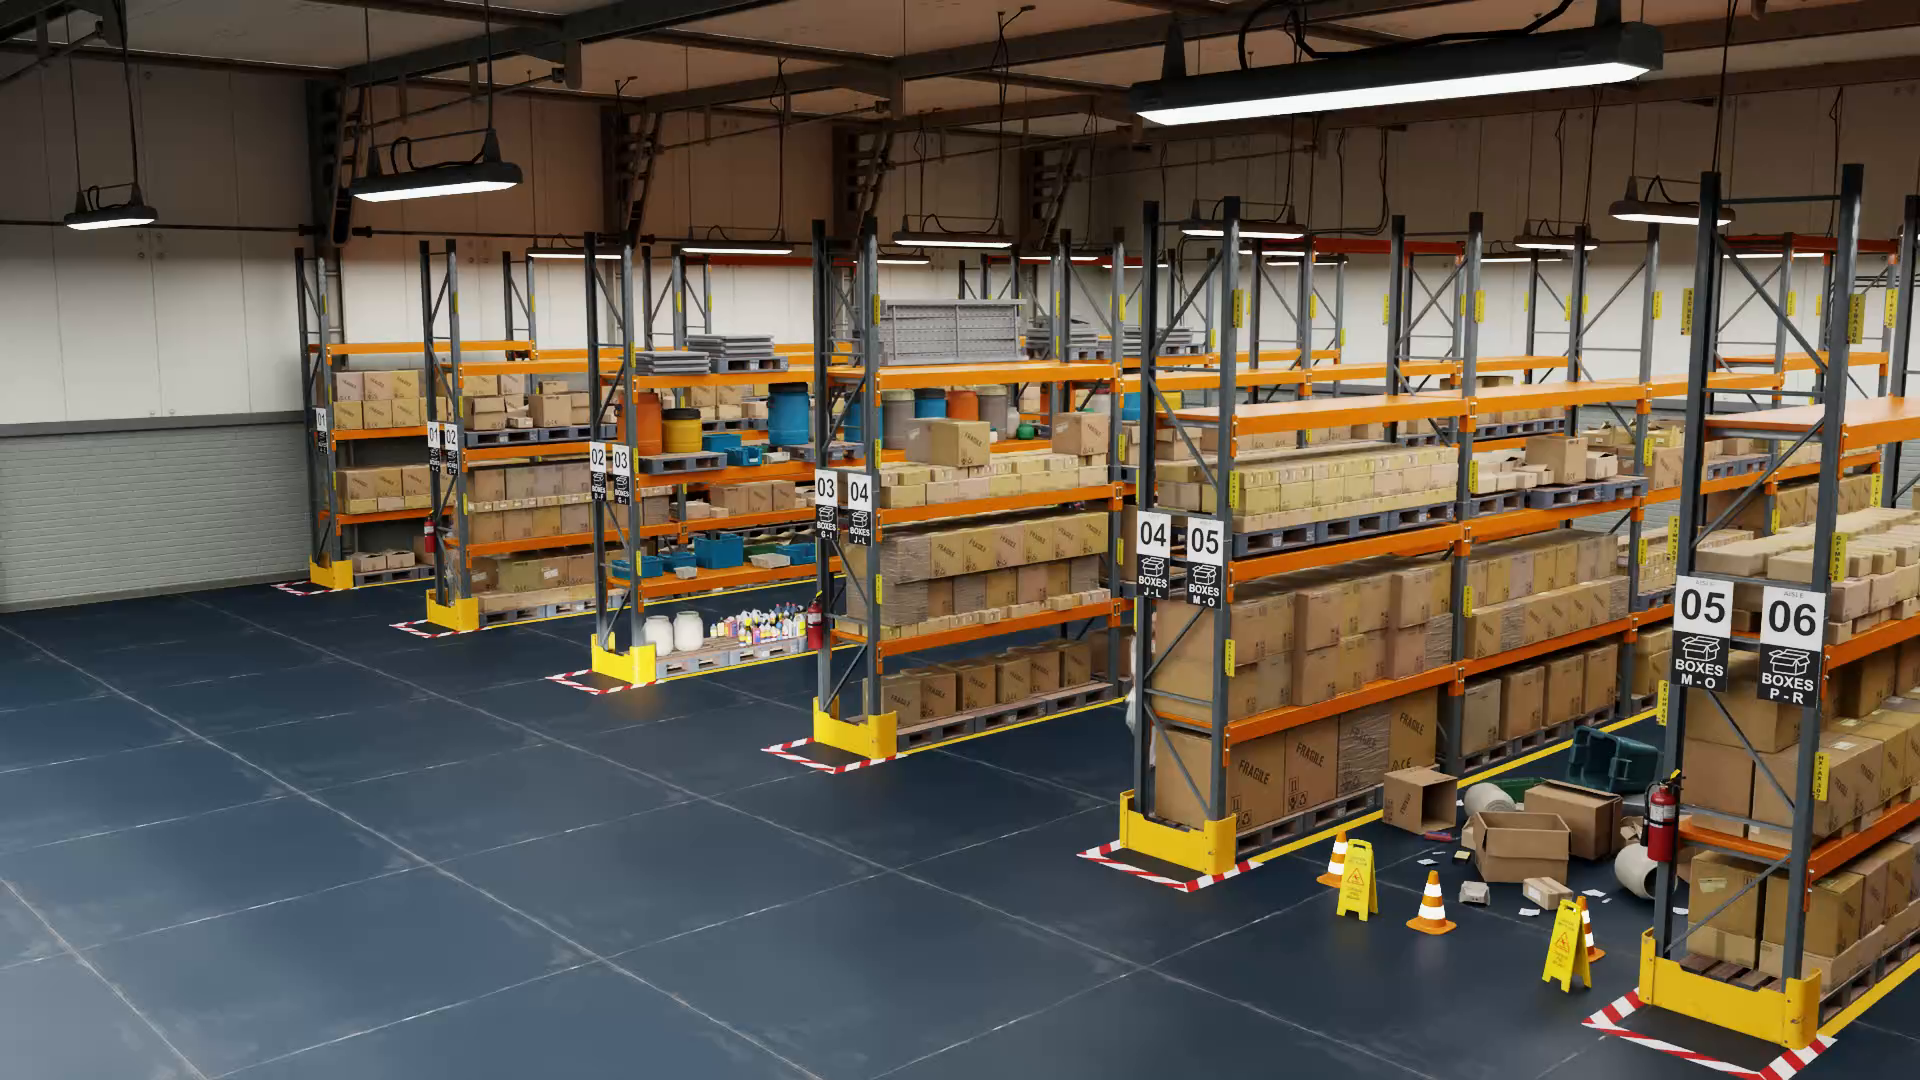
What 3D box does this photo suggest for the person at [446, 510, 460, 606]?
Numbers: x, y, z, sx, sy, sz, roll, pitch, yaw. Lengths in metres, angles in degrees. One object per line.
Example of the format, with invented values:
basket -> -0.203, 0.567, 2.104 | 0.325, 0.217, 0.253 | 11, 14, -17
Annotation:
person -> -8.389, 0.281, 27.983 | 0.569, 1.646, 0.697 | 8, 11, 42

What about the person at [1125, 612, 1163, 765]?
person -> 2.098, 1.644, 18.194 | 0.706, 1.737, 0.700 | 5, 10, 29

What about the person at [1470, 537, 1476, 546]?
person -> 7.574, 0.716, 24.877 | 0.642, 1.682, 0.828 | 7, 11, 39
